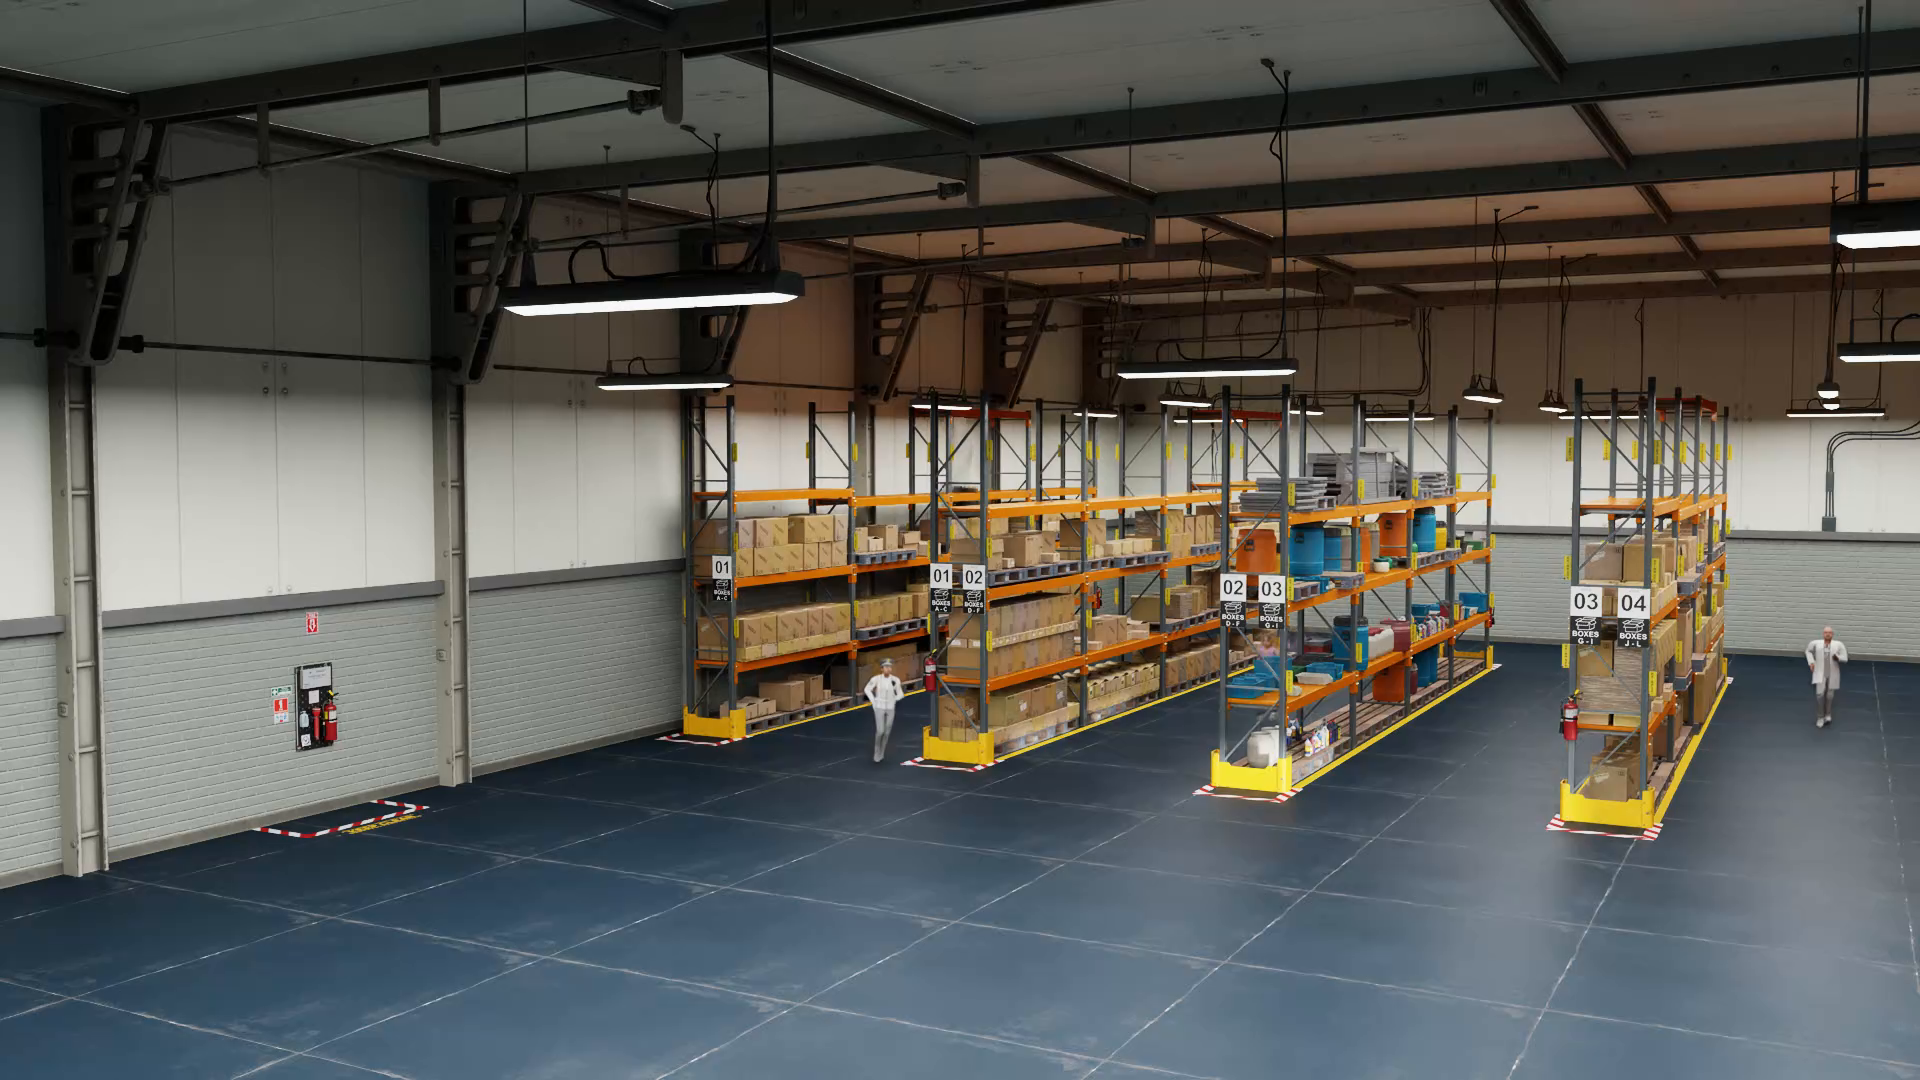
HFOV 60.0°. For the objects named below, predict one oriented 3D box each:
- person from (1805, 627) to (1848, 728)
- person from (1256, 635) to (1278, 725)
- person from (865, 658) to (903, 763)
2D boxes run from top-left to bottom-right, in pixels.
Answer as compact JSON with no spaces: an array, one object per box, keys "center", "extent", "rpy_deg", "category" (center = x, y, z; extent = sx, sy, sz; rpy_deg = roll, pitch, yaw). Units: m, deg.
[{"center":[15.886,2.510,30.492],"extent":[0.682,1.841,0.801],"rpy_deg":[1,3,24],"category":"person"},{"center":[5.689,2.572,30.849],"extent":[0.510,1.642,0.733],"rpy_deg":[1,3,24],"category":"person"},{"center":[-1.199,2.760,26.866],"extent":[0.597,1.707,0.600],"rpy_deg":[-1,3,-17],"category":"person"}]
